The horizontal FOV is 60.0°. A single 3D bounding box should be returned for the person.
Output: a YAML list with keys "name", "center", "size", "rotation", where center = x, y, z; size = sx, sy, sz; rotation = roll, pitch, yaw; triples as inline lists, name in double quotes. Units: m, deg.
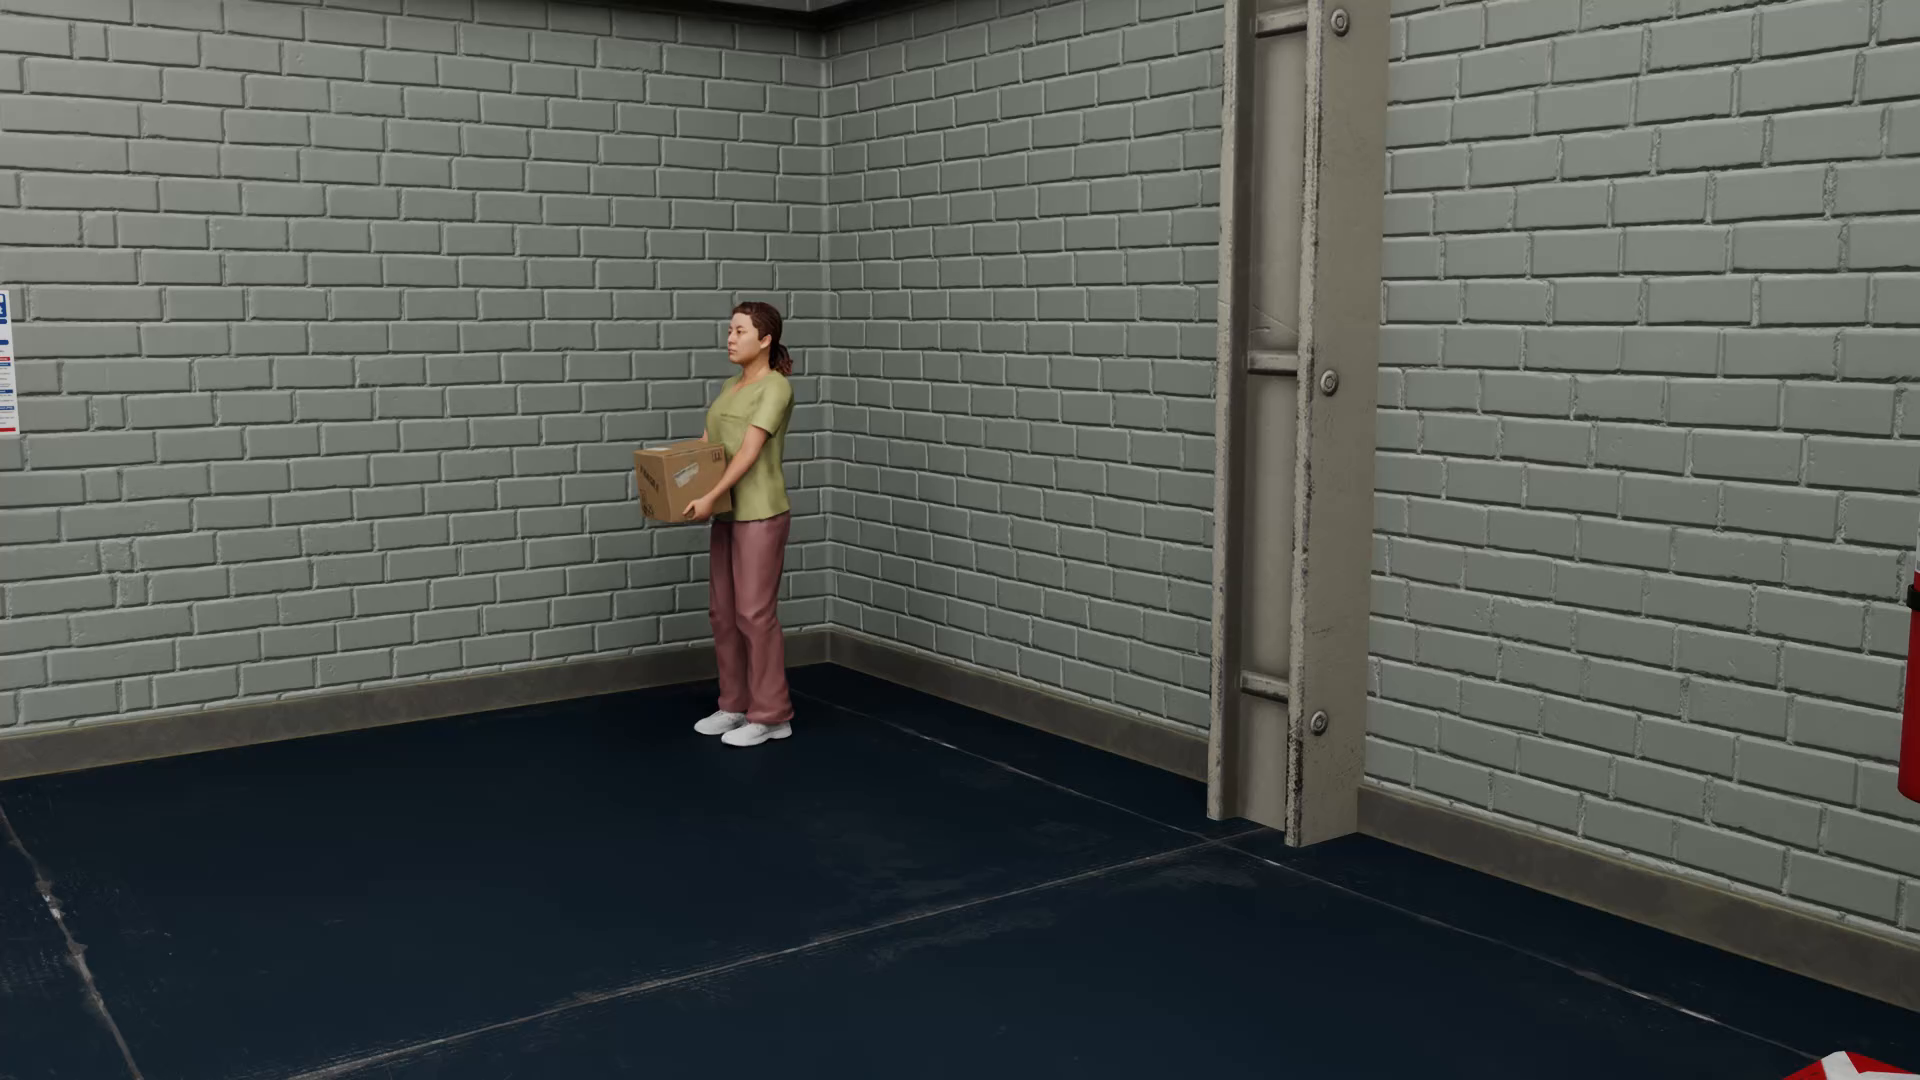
- name: "person"
  center: [-0.865, -0.061, 6.296]
  size: [0.538, 1.668, 0.420]
  rotation: [-6, 10, -36]
